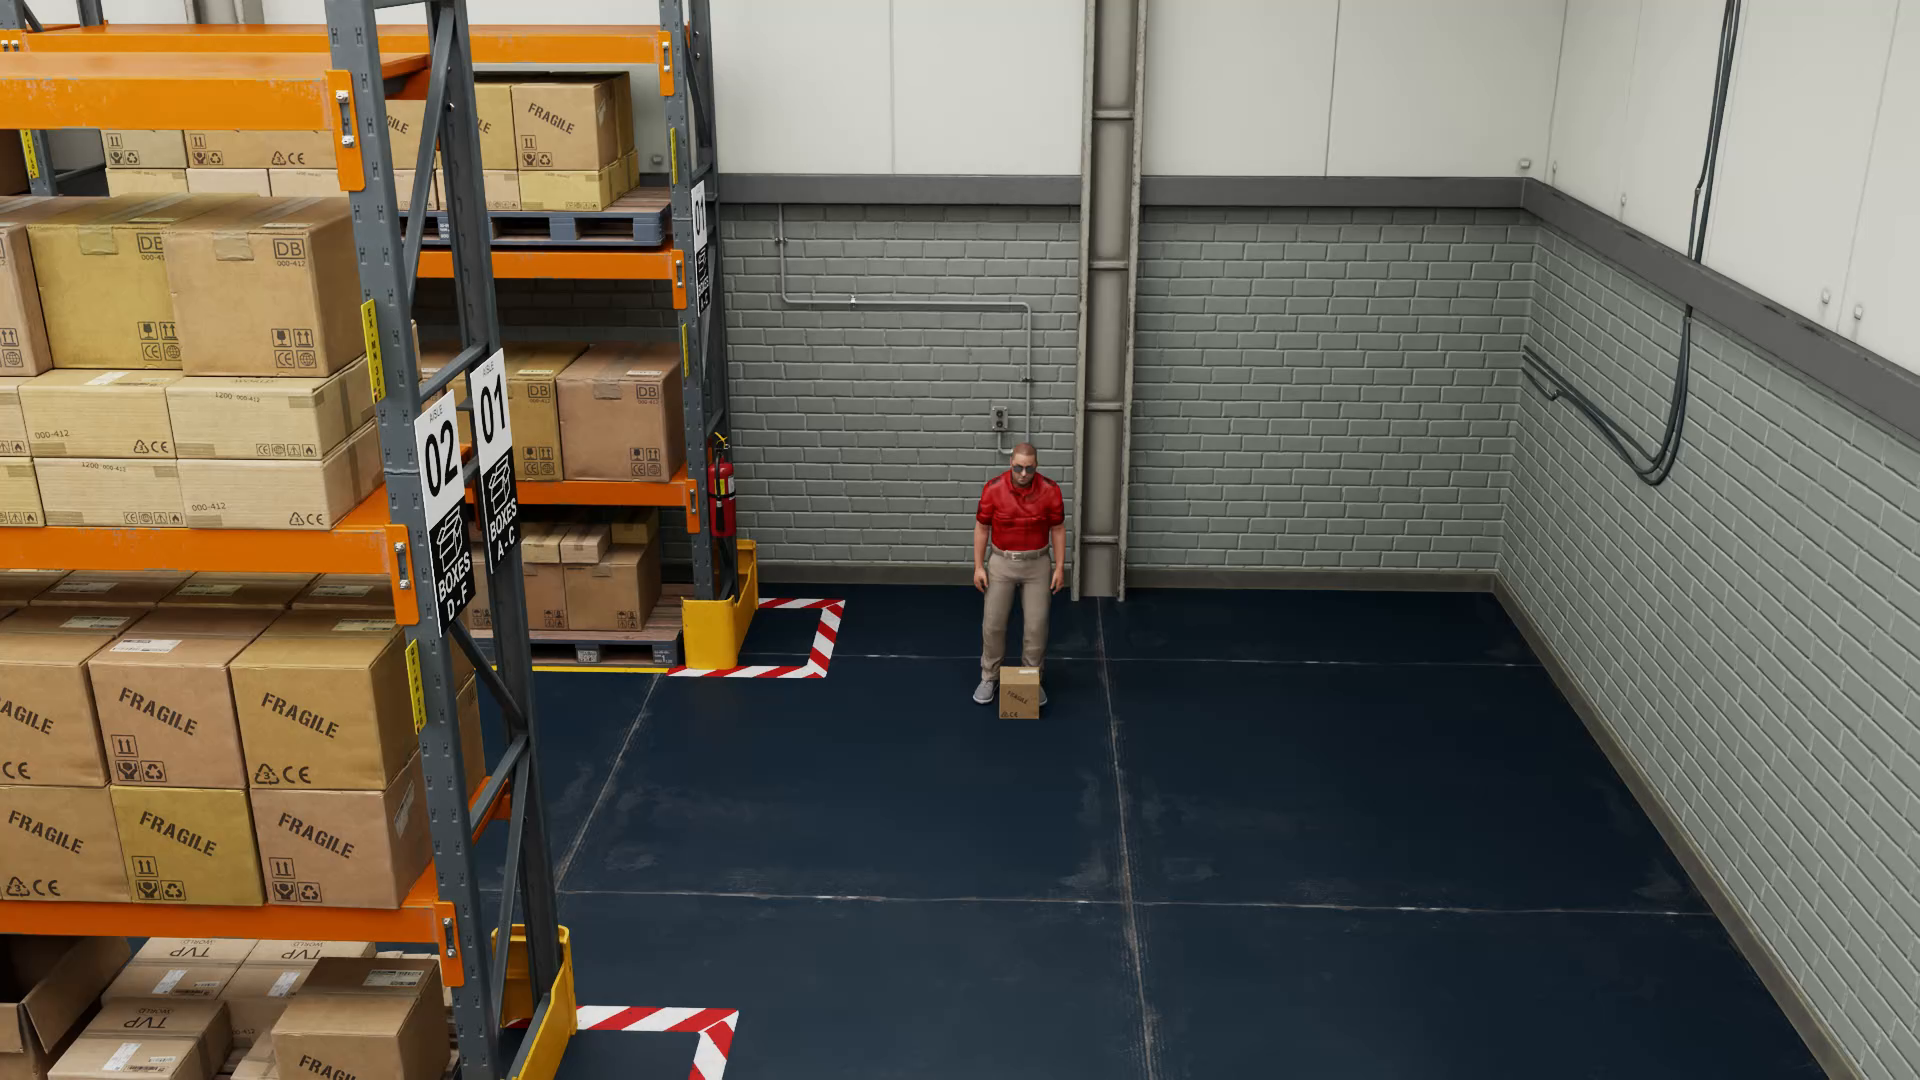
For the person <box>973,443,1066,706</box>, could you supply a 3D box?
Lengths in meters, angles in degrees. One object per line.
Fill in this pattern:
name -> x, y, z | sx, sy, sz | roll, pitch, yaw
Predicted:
person -> 0.379, 0.200, 10.568 | 0.586, 1.727, 0.423 | 1, 21, 1
